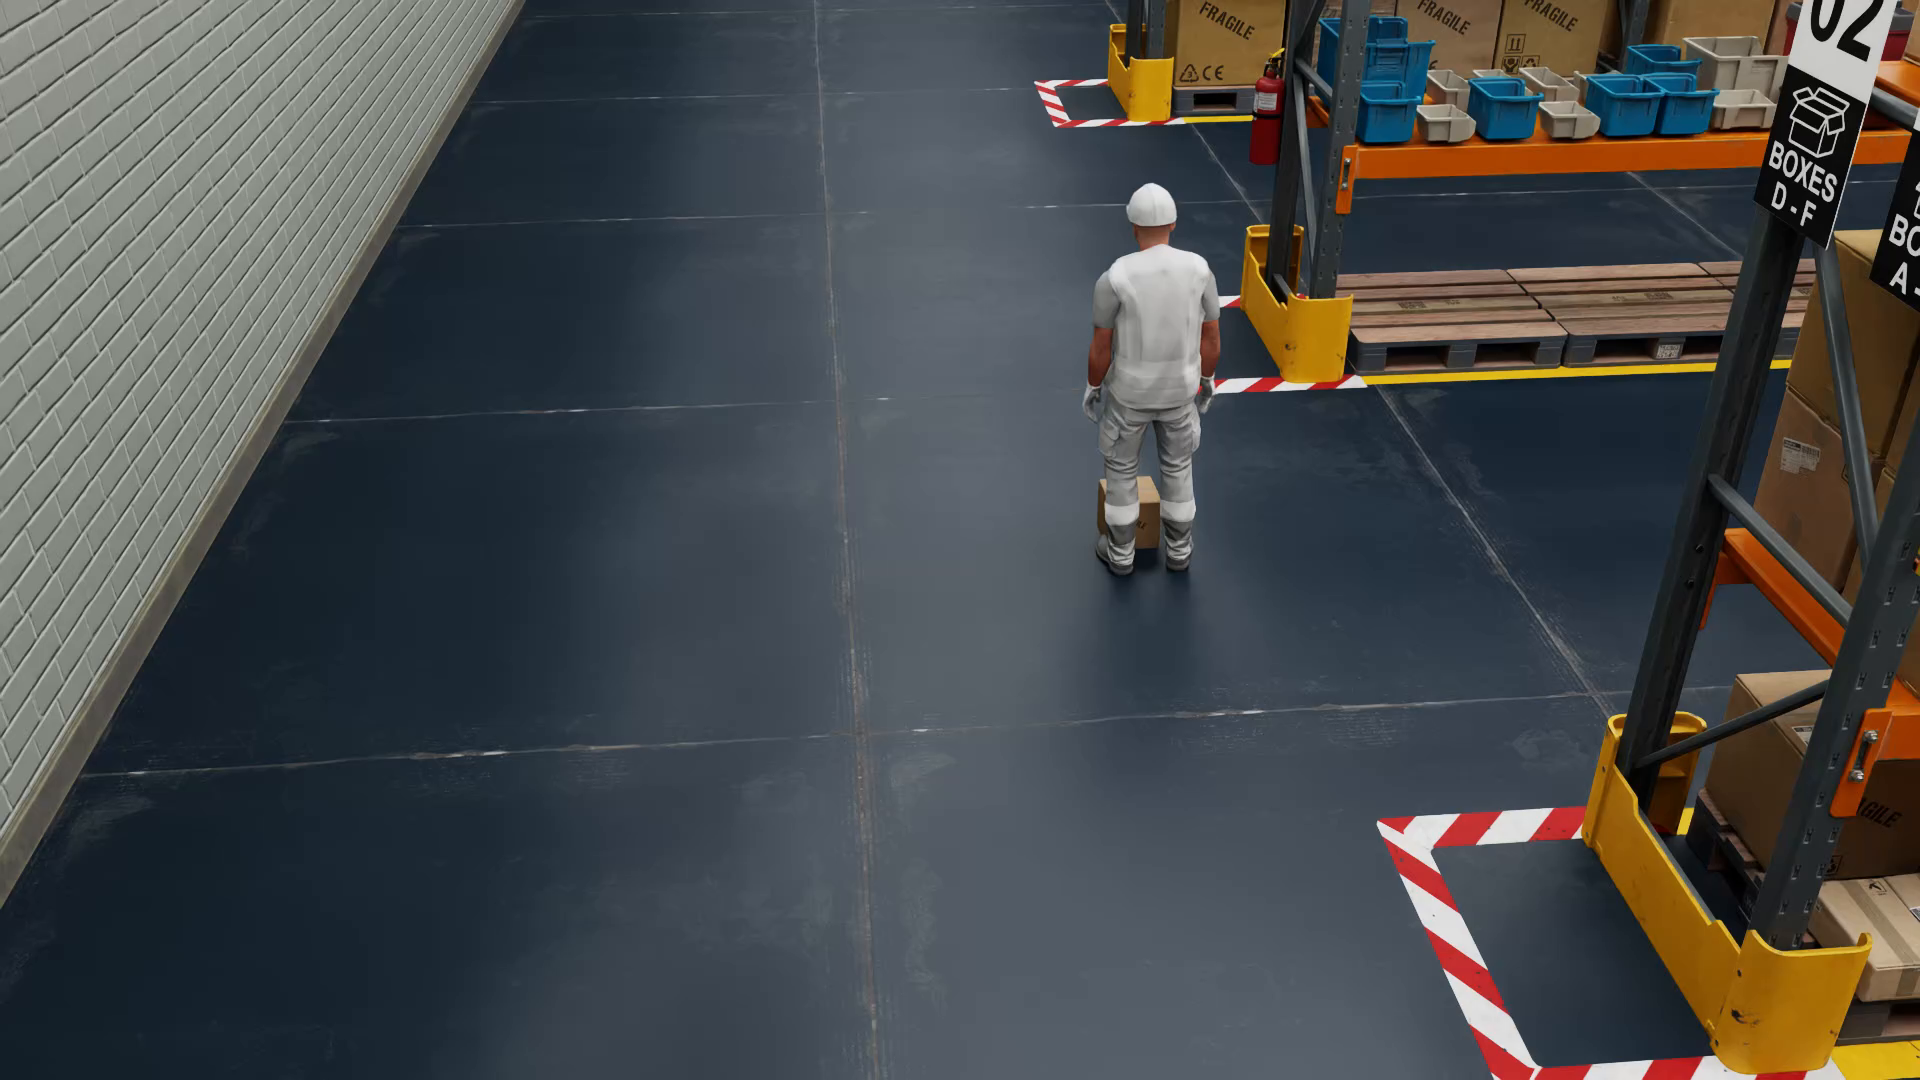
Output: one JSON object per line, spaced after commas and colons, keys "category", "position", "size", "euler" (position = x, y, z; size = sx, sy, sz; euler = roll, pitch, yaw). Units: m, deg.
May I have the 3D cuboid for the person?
{"category": "person", "position": [0.826, -0.664, 7.232], "size": [0.600, 1.778, 0.451], "euler": [-4, 31, -7]}
